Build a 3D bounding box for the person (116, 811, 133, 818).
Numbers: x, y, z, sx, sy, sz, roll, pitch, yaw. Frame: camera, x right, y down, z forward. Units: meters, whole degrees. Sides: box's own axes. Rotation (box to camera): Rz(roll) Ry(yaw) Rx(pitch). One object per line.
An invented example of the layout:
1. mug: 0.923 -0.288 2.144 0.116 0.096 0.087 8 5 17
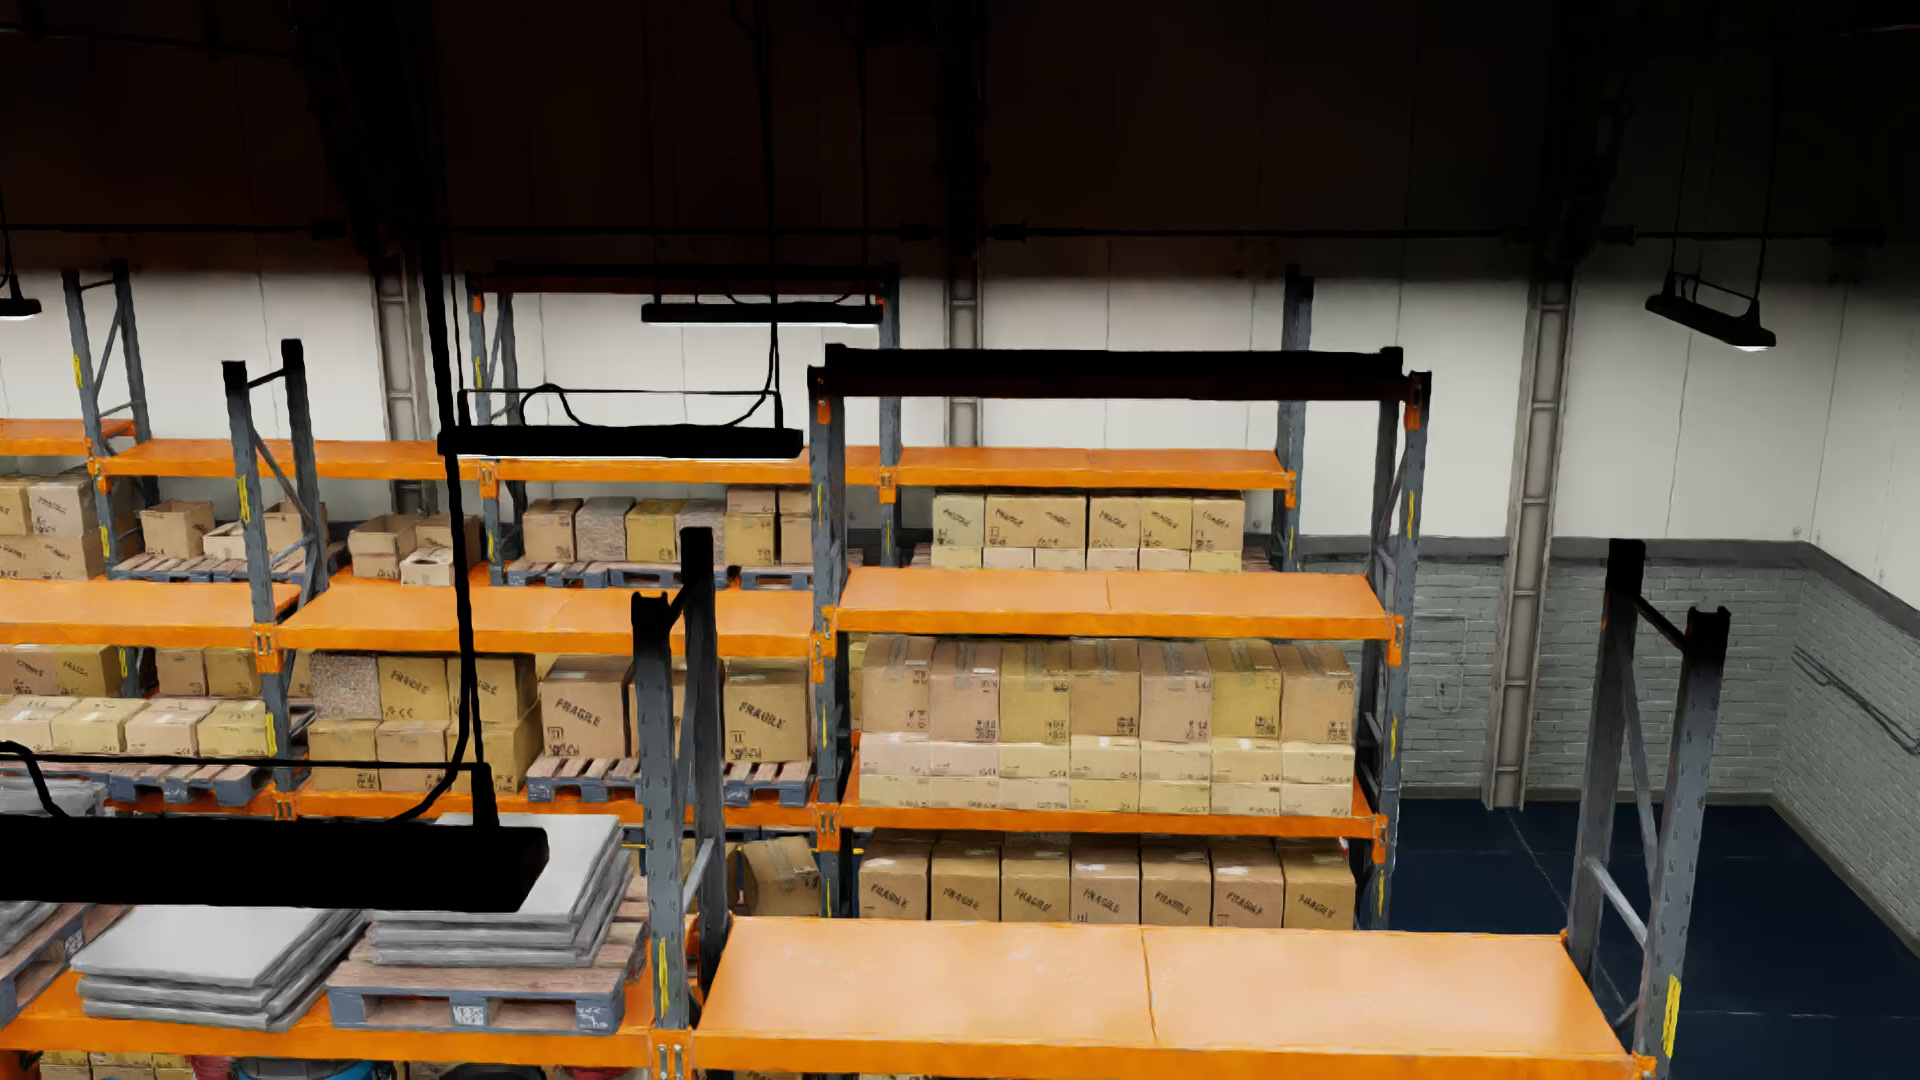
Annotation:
1. person: -8.459 2.633 16.700 0.518 1.604 0.592 0 16 0
